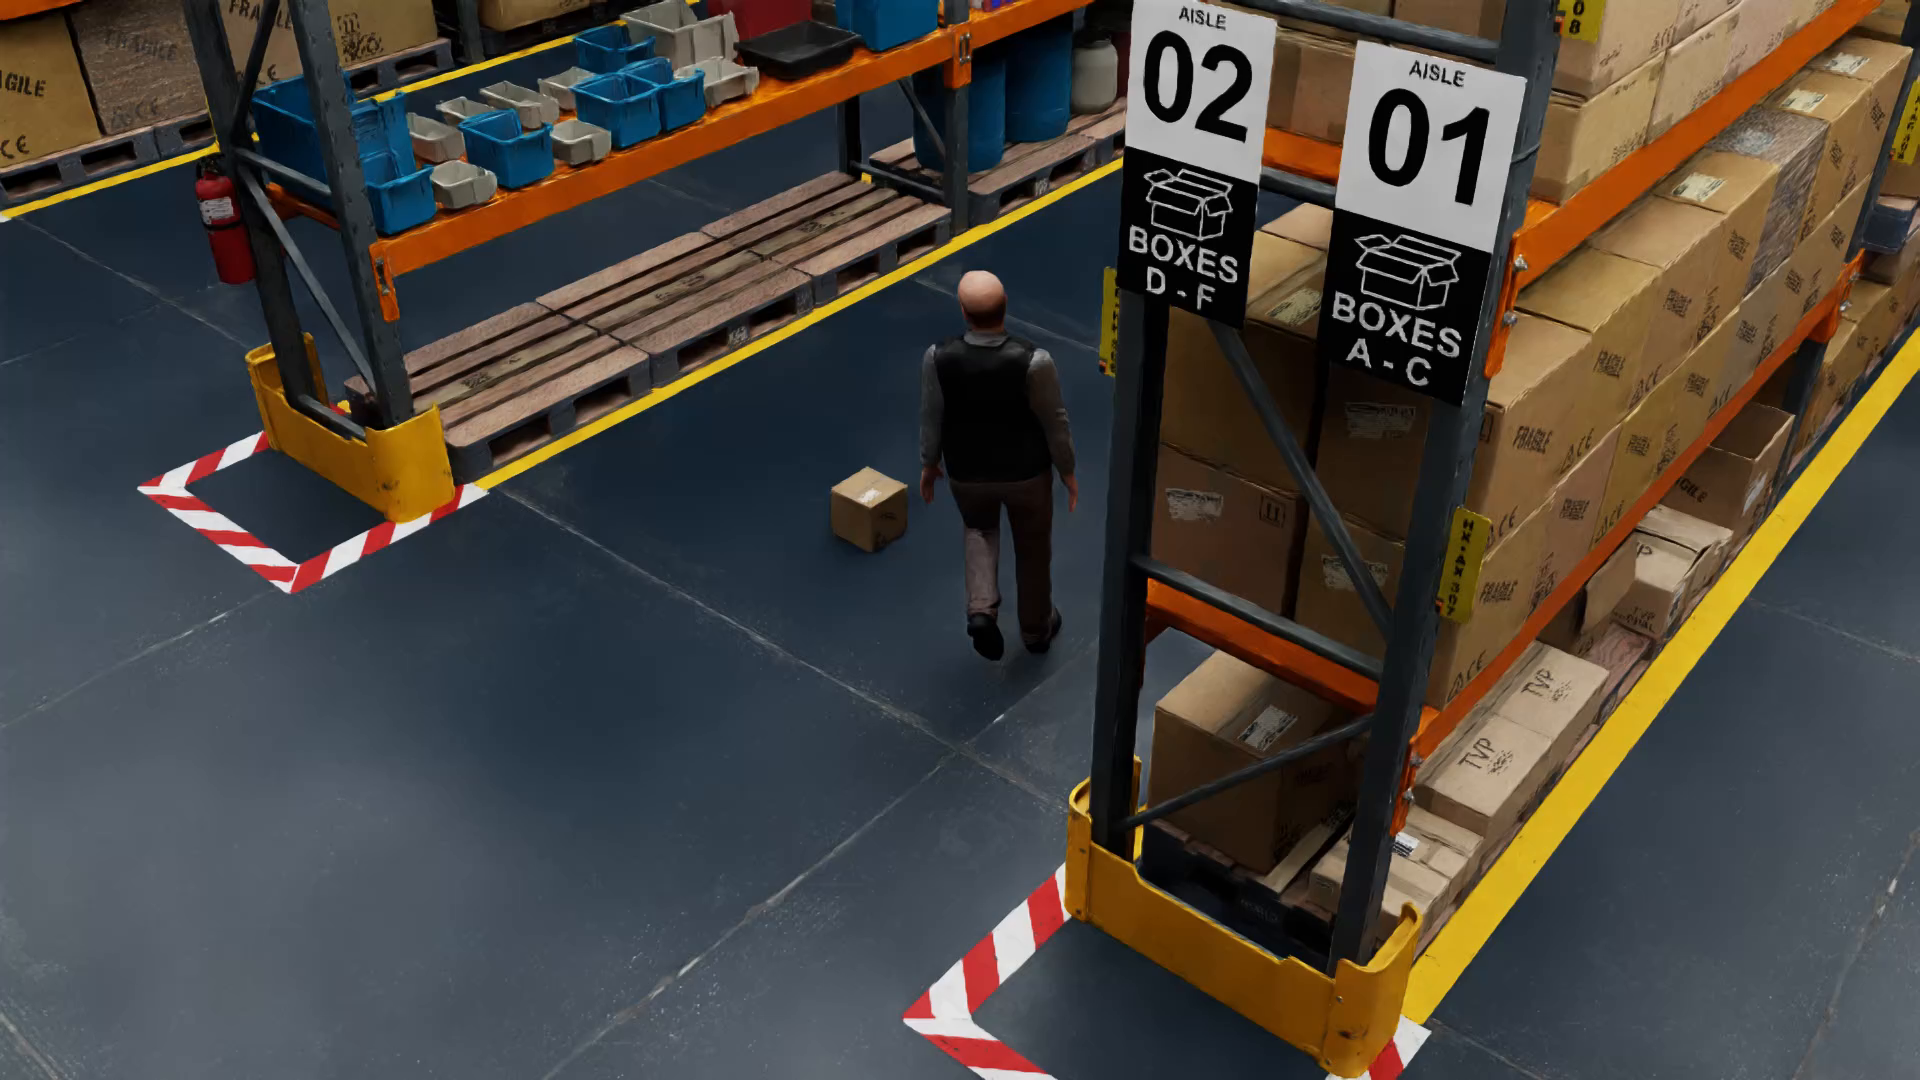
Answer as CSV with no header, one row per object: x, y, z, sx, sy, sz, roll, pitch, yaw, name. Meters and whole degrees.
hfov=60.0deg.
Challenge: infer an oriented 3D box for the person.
0.153,-0.258,6.523,0.633,1.701,0.538,7,35,10,person
